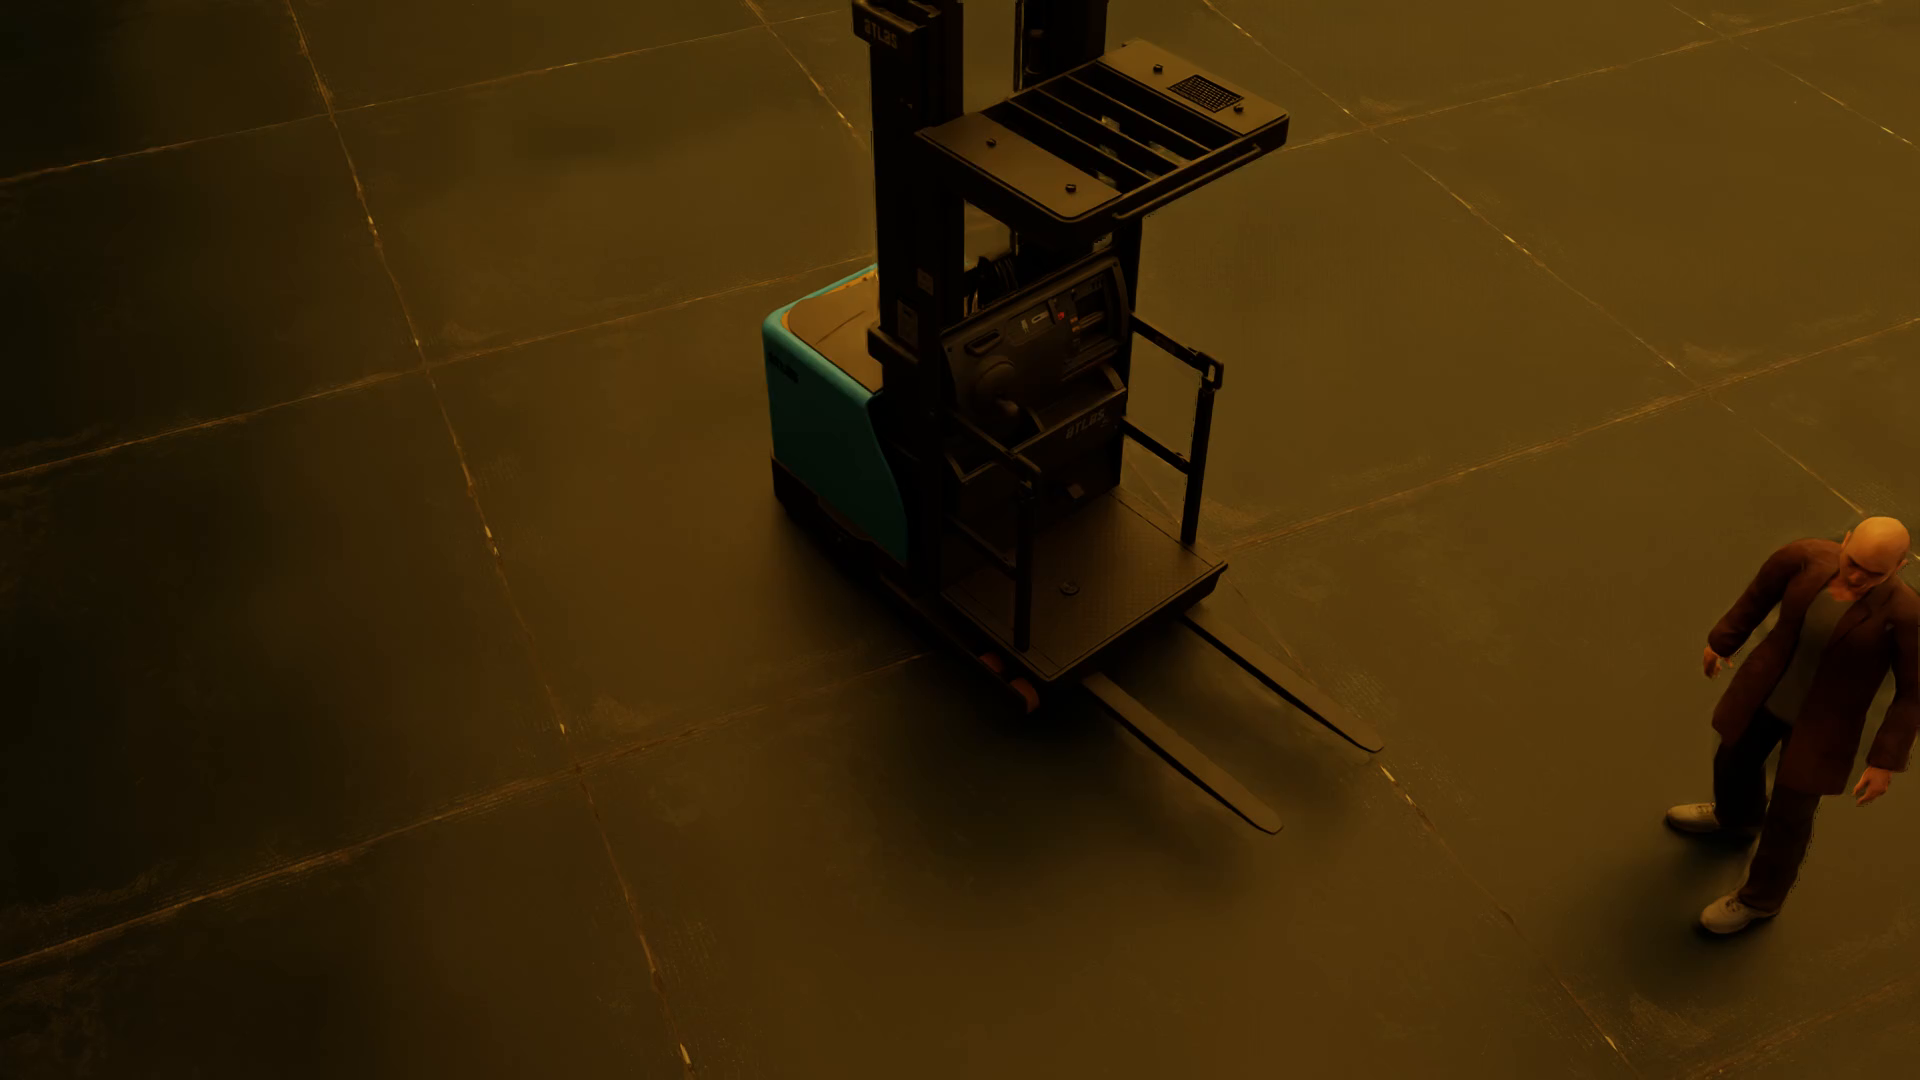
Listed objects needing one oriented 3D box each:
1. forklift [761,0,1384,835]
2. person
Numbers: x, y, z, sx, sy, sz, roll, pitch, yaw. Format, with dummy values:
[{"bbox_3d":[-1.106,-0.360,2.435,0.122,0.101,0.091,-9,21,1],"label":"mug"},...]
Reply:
[{"bbox_3d":[0.451,-0.721,6.453,1.130,2.935,3.031,-31,51,-29],"label":"forklift"},{"bbox_3d":[2.927,0.613,5.887,0.608,1.753,0.810,-26,49,-25],"label":"person"}]
